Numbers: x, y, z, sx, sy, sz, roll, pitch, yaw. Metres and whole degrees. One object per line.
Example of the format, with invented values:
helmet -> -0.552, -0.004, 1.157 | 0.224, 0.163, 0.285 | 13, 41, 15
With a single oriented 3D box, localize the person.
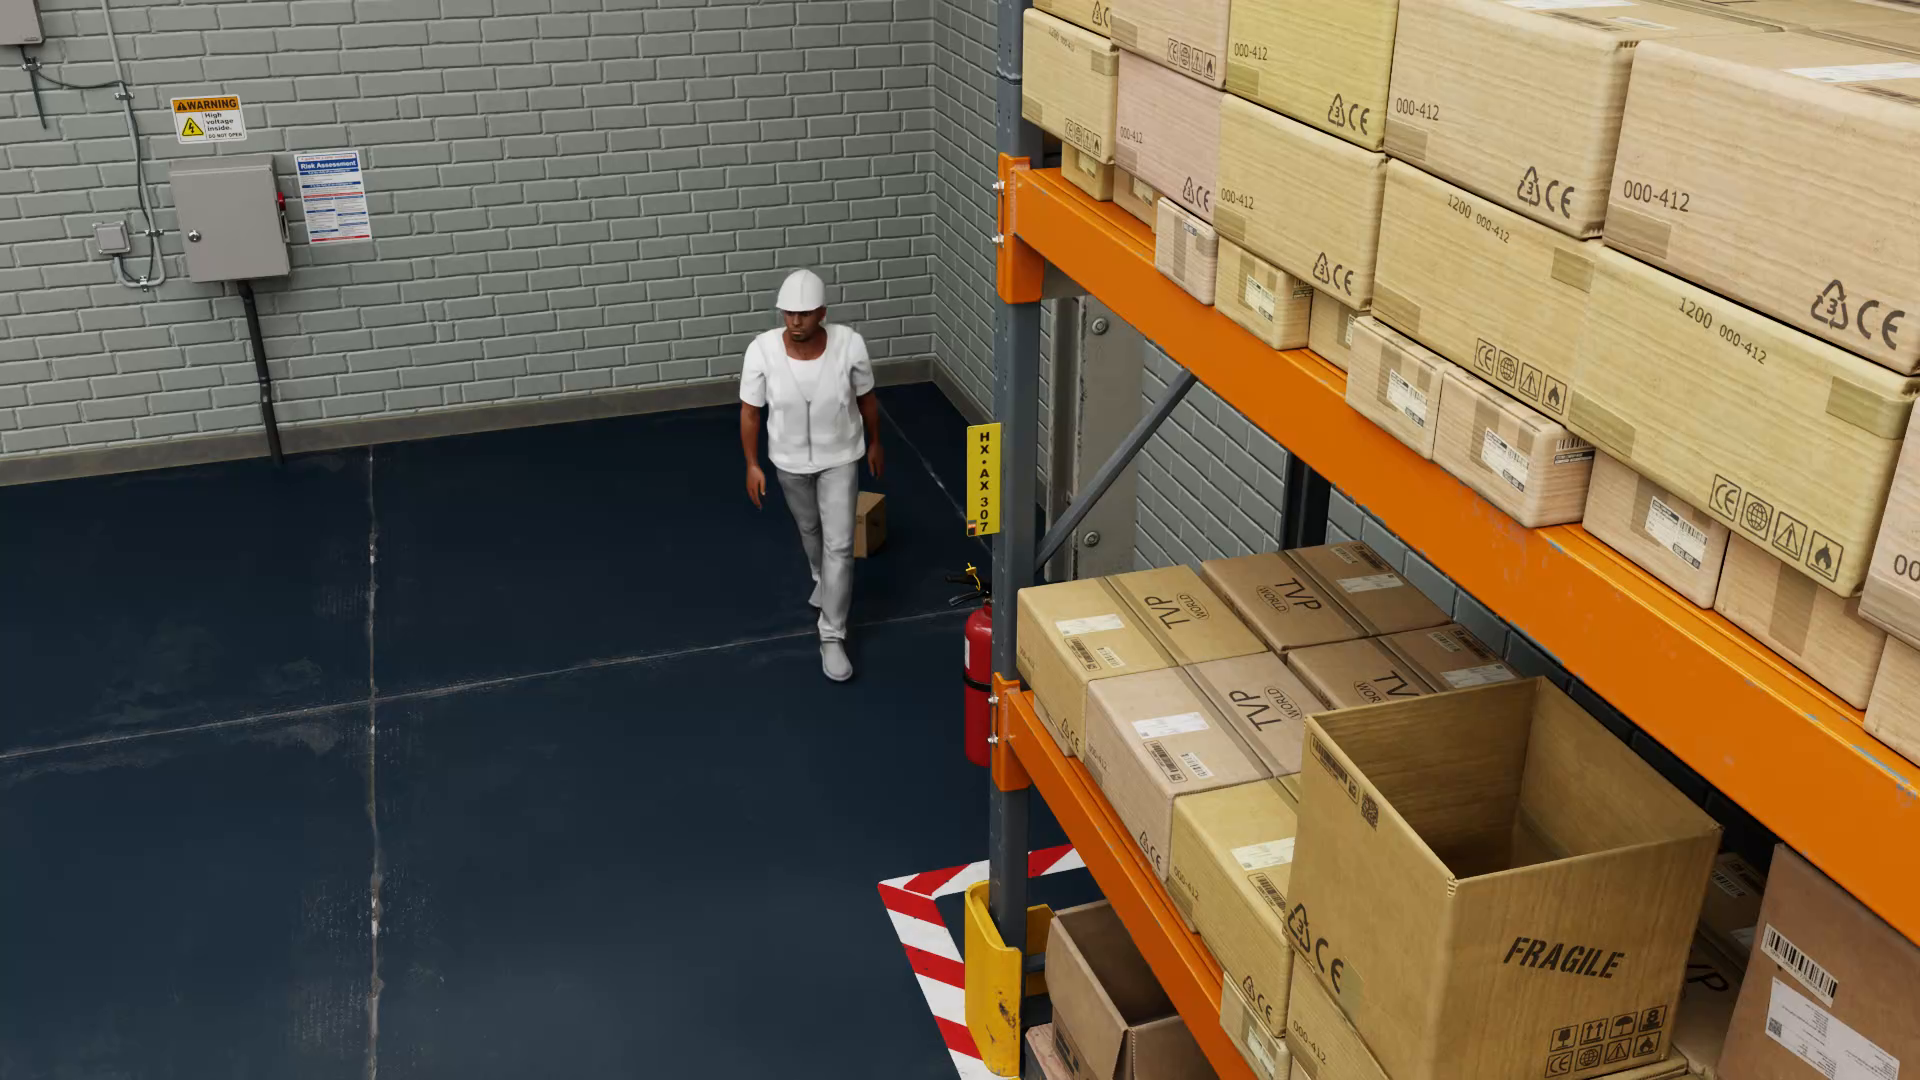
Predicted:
person -> -0.654, -0.353, 7.286 | 0.605, 1.711, 0.944 | 2, 26, 5
